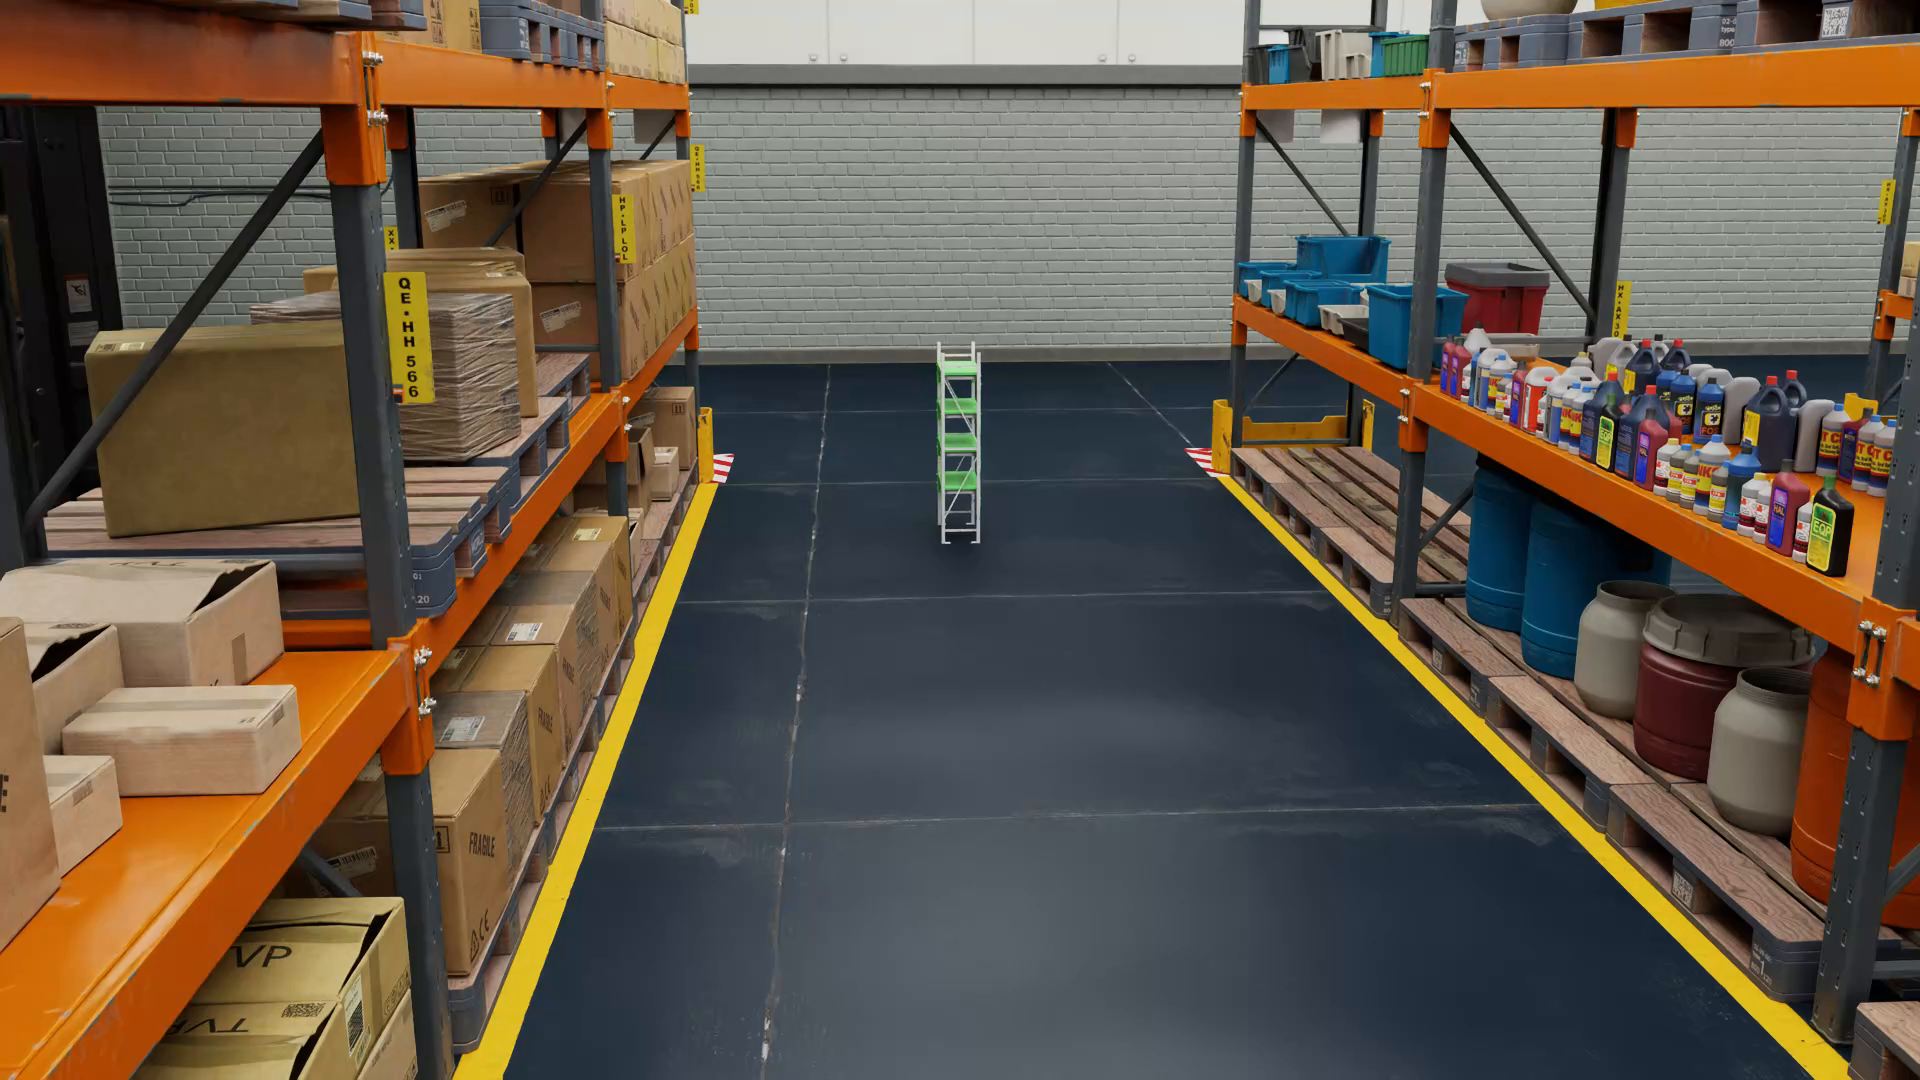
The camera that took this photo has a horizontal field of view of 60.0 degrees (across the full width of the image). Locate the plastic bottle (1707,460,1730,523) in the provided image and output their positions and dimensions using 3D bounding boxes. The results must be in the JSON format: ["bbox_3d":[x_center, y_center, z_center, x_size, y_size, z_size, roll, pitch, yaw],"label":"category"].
[{"bbox_3d":[2.551,-0.163,5.538,0.097,0.201,0.097,0,14,0],"label":"plastic bottle"}]

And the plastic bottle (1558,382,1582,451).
[{"bbox_3d":[2.476,-0.500,6.709,0.097,0.271,0.097,0,14,0],"label":"plastic bottle"}]

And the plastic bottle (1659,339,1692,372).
[{"bbox_3d":[3.171,-0.707,7.355,0.144,0.351,0.185,-1,14,-3],"label":"plastic bottle"}]

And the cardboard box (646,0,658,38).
[{"bbox_3d":[-2.034,-3.045,9.621,0.500,0.250,0.500,-1,14,-3],"label":"cardboard box"}]

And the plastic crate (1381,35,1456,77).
[{"bbox_3d":[2.448,-2.452,8.441,0.450,0.188,0.662,-1,14,-3],"label":"plastic crate"}]

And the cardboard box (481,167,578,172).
[{"bbox_3d":[-2.554,-1.958,9.908,0.500,0.500,0.500,-1,14,-4],"label":"cardboard box"}]

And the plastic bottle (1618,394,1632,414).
[{"bbox_3d":[2.543,-0.408,6.326,0.061,0.283,0.133,-1,14,-3],"label":"plastic bottle"}]

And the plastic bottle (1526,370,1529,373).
[{"bbox_3d":[2.570,-0.699,7.623,0.097,0.201,0.097,0,14,0],"label":"plastic bottle"}]

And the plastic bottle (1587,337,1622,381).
[{"bbox_3d":[3.123,-0.848,8.050,0.152,0.276,0.135,-1,14,-3],"label":"plastic bottle"}]

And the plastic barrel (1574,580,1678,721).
[{"bbox_3d":[2.782,0.454,6.892,0.421,0.512,0.421,0,14,0],"label":"plastic barrel"}]

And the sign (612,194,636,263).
[{"bbox_3d":[-1.615,-1.496,7.995,0.100,0.325,0.005,-1,14,-3],"label":"sign"}]

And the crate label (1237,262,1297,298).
[{"bbox_3d":[2.214,-1.877,12.018,0.416,0.233,0.303,-1,14,-3],"label":"crate label"}]

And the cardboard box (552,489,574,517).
[{"bbox_3d":[-2.533,-0.160,9.642,0.500,0.311,0.500,-1,14,-3],"label":"cardboard box"}]

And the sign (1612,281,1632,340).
[{"bbox_3d":[3.325,-1.143,8.393,0.100,0.325,0.005,-1,14,-3],"label":"sign"}]

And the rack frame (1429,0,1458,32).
[{"bbox_3d":[2.776,-3.906,7.649,1.000,3.000,0.127,-1,14,-3],"label":"rack frame"}]

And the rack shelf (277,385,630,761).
[{"bbox_3d":[-2.045,-0.080,6.259,1.077,0.370,4.000,-1,14,-3],"label":"rack shelf"}]

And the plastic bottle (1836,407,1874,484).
[{"bbox_3d":[3.293,-0.350,6.102,0.061,0.283,0.133,-1,14,-3],"label":"plastic bottle"}]

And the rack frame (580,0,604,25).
[{"bbox_3d":[-2.169,-3.831,7.355,1.000,3.000,0.127,-1,14,-3],"label":"rack frame"}]

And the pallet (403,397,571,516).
[{"bbox_3d":[-2.046,-0.321,6.140,1.003,0.211,1.213,-1,14,-3],"label":"pallet"}]

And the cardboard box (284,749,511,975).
[{"bbox_3d":[-1.664,0.949,4.950,0.500,0.500,0.500,0,14,-1],"label":"cardboard box"}]

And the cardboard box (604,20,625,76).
[{"bbox_3d":[-1.952,-2.430,8.233,0.500,0.250,0.500,-1,14,-3],"label":"cardboard box"}]

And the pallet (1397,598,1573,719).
[{"bbox_3d":[2.782,0.542,7.996,1.003,0.211,1.213,-1,14,-3],"label":"pallet"}]

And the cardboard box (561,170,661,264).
[{"bbox_3d":[-1.981,-1.836,9.434,0.500,0.500,0.500,-1,14,-5],"label":"cardboard box"}]

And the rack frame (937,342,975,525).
[{"bbox_3d":[-0.025,-0.683,10.773,0.240,1.200,0.015,-1,14,-3],"label":"rack frame"}]

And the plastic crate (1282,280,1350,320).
[{"bbox_3d":[2.296,-1.550,10.745,0.416,0.233,0.300,-1,14,-3],"label":"plastic crate"}]

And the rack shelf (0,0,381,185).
[{"bbox_3d":[-1.797,-0.537,2.019,1.077,0.370,4.000,-1,14,-3],"label":"rack shelf"}]

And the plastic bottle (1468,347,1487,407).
[{"bbox_3d":[2.412,-0.755,7.699,0.097,0.271,0.097,0,14,0],"label":"plastic bottle"}]

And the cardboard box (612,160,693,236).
[{"bbox_3d":[-2.114,-2.346,11.419,0.500,0.500,0.500,-1,14,-4],"label":"cardboard box"}]

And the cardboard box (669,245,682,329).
[{"bbox_3d":[-2.056,-1.608,10.556,0.500,0.500,0.500,-1,14,-3],"label":"cardboard box"}]

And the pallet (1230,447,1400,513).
[{"bbox_3d":[2.540,-0.440,11.811,1.003,0.211,1.213,-1,14,-3],"label":"pallet"}]

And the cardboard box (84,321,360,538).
[{"bbox_3d":[-2.072,-0.337,4.774,0.700,0.500,0.500,-6,16,-22],"label":"cardboard box"}]

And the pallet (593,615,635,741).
[{"bbox_3d":[-2.080,0.627,7.666,1.003,0.211,1.213,-1,14,-3],"label":"pallet"}]

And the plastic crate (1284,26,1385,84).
[{"bbox_3d":[2.348,-3.034,10.404,0.504,0.338,0.767,-1,14,-3],"label":"plastic crate"}]

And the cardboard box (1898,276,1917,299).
[{"bbox_3d":[7.164,-1.857,12.228,0.380,0.149,0.250,-1,14,-3],"label":"cardboard box"}]

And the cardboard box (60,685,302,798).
[{"bbox_3d":[-1.589,0.411,3.415,0.380,0.149,0.250,-1,14,-3],"label":"cardboard box"}]

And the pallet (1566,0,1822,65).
[{"bbox_3d":[2.995,-1.887,6.198,1.003,0.211,1.213,-1,14,-3],"label":"pallet"}]

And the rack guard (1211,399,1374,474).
[{"bbox_3d":[2.513,-0.791,12.597,1.175,0.500,0.348,-1,14,-3],"label":"rack guard"}]

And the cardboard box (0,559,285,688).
[{"bbox_3d":[-1.942,0.204,3.893,0.500,0.311,0.500,0,14,0],"label":"cardboard box"}]

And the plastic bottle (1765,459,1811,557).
[{"bbox_3d":[2.558,-0.101,5.133,0.061,0.283,0.133,-1,14,-3],"label":"plastic bottle"}]

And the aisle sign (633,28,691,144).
[{"bbox_3d":[-2.115,-3.201,11.730,0.394,0.787,0.004,-1,14,-3],"label":"aisle sign"}]

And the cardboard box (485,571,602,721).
[{"bbox_3d":[-1.799,0.438,6.937,0.500,0.500,0.500,-1,14,-3],"label":"cardboard box"}]

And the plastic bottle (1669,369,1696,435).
[{"bbox_3d":[3.062,-0.589,7.055,0.097,0.271,0.097,0,14,0],"label":"plastic bottle"}]

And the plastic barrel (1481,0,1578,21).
[{"bbox_3d":[2.558,-2.588,7.430,0.433,0.535,0.433,0,14,0],"label":"plastic barrel"}]

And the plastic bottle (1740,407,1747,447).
[{"bbox_3d":[3.234,-0.476,6.754,0.097,0.201,0.097,0,14,0],"label":"plastic bottle"}]

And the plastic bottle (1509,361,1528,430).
[{"bbox_3d":[2.428,-0.626,7.173,0.061,0.283,0.133,-1,14,-3],"label":"plastic bottle"}]

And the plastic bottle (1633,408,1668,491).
[{"bbox_3d":[2.502,-0.328,6.015,0.061,0.283,0.133,-1,14,-3],"label":"plastic bottle"}]

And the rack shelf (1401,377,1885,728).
[{"bbox_3d":[2.899,-0.155,6.553,1.077,0.370,4.000,-1,14,-3],"label":"rack shelf"}]

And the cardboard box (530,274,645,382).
[{"bbox_3d":[-1.928,-1.105,8.599,0.500,0.500,0.500,-1,14,-2],"label":"cardboard box"}]

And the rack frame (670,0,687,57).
[{"bbox_3d":[-2.416,-4.825,11.222,1.000,3.000,0.127,-1,14,-3],"label":"rack frame"}]

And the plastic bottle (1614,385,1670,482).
[{"bbox_3d":[2.533,-0.401,6.163,0.144,0.351,0.185,-1,14,-3],"label":"plastic bottle"}]

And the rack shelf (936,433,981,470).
[{"bbox_3d":[-0.010,-0.560,10.553,0.258,0.148,0.480,-1,14,-3],"label":"rack shelf"}]

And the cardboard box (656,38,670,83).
[{"bbox_3d":[-2.057,-2.928,10.167,0.500,0.250,0.500,-1,14,-3],"label":"cardboard box"}]

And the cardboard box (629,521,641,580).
[{"bbox_3d":[-1.979,0.056,8.802,0.500,0.311,0.500,-1,14,-3],"label":"cardboard box"}]

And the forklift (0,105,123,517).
[{"bbox_3d":[-5.039,-0.930,8.257,1.130,2.935,3.031,13,19,41],"label":"forklift"}]

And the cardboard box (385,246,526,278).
[{"bbox_3d":[-2.362,-1.056,7.567,0.700,0.500,0.500,-6,16,-22],"label":"cardboard box"}]

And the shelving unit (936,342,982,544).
[{"bbox_3d":[-0.010,-0.622,10.537,0.258,1.200,0.503,-1,14,-3],"label":"shelving unit"}]

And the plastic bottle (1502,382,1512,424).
[{"bbox_3d":[2.439,-0.615,7.295,0.097,0.201,0.097,0,14,0],"label":"plastic bottle"}]

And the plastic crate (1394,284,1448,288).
[{"bbox_3d":[2.865,-1.355,9.891,0.437,0.282,0.530,-1,14,-3],"label":"plastic crate"}]

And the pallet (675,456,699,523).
[{"bbox_3d":[-2.361,-0.352,11.473,1.003,0.211,1.213,-1,14,-3],"label":"pallet"}]
